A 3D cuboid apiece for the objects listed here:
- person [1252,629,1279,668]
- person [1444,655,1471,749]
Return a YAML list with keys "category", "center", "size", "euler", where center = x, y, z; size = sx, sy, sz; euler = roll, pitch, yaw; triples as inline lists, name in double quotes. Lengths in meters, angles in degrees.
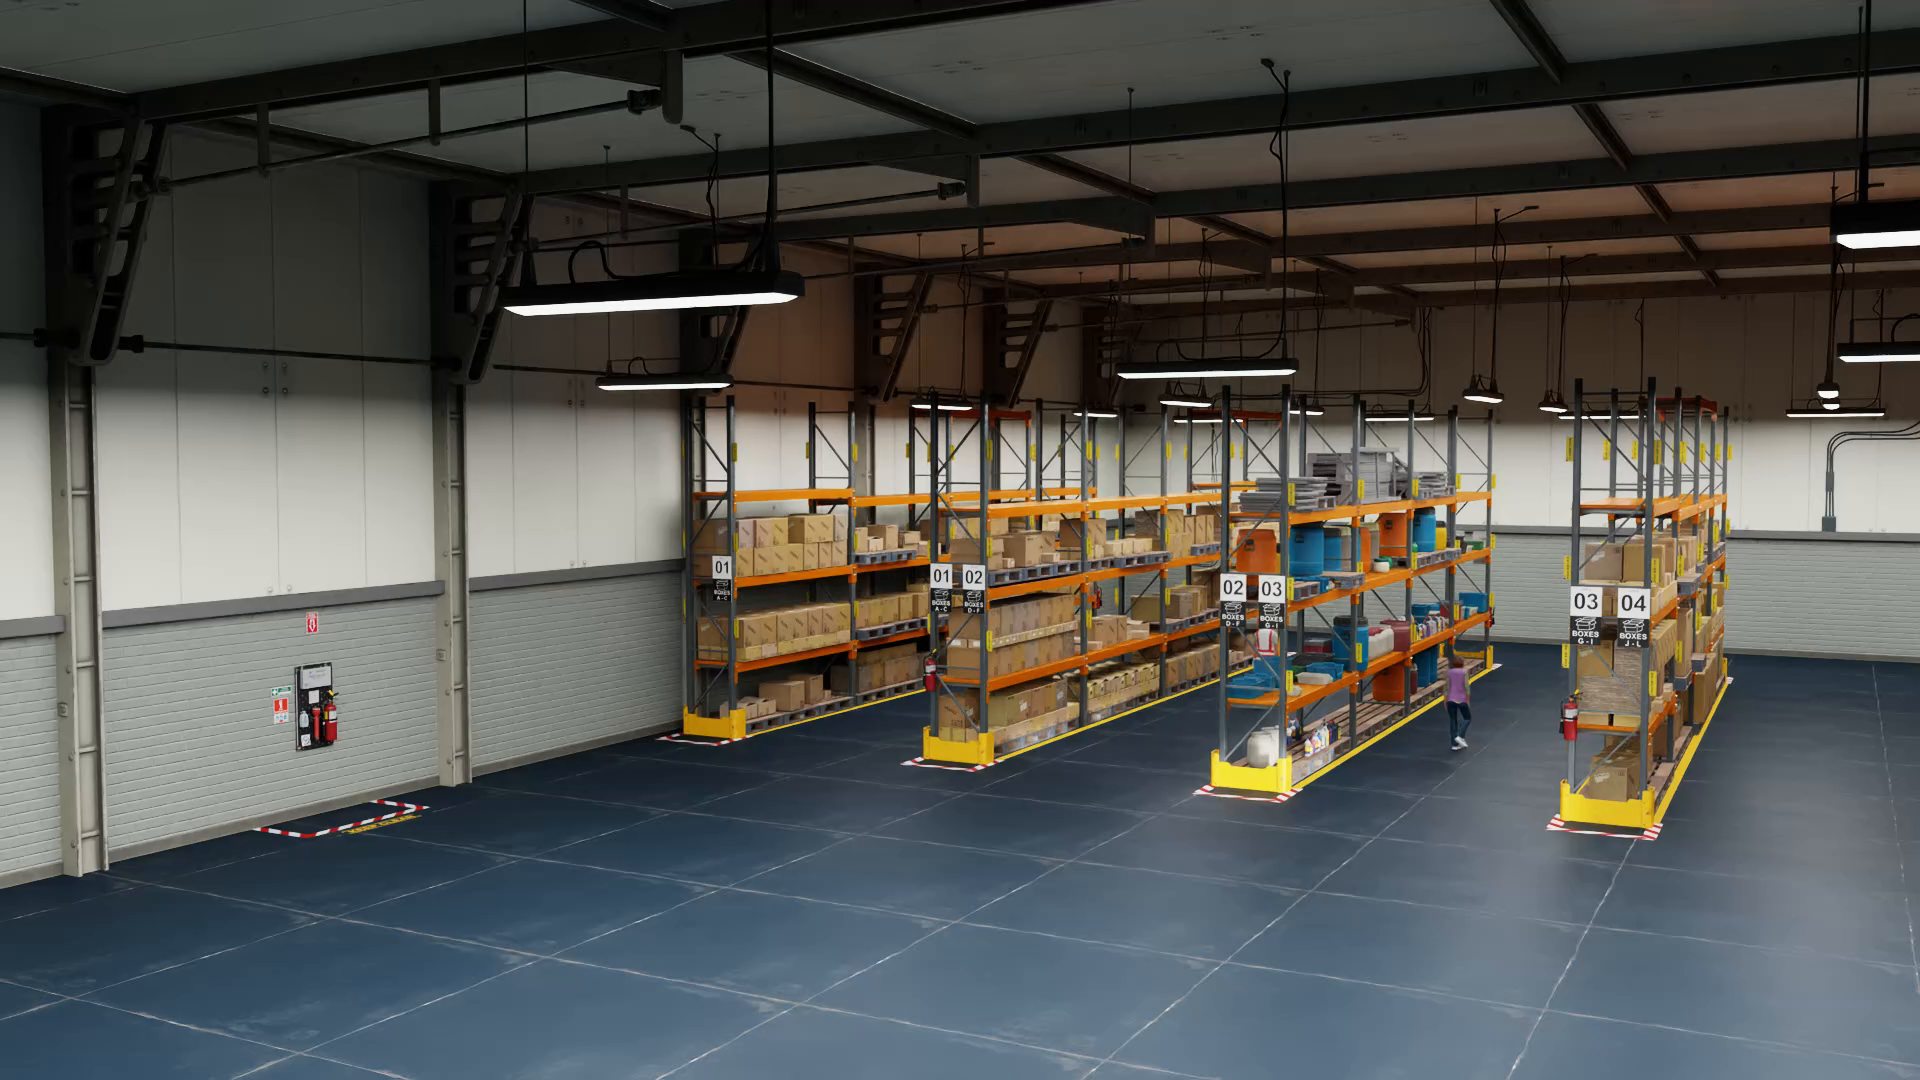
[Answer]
- category: "person"
  center: [6.043, 2.387, 32.844]
  size: [0.574, 1.788, 0.550]
  euler: [2, 4, 31]
- category: "person"
  center: [8.344, 2.733, 27.953]
  size: [0.434, 1.597, 0.441]
  euler: [2, 3, 30]
